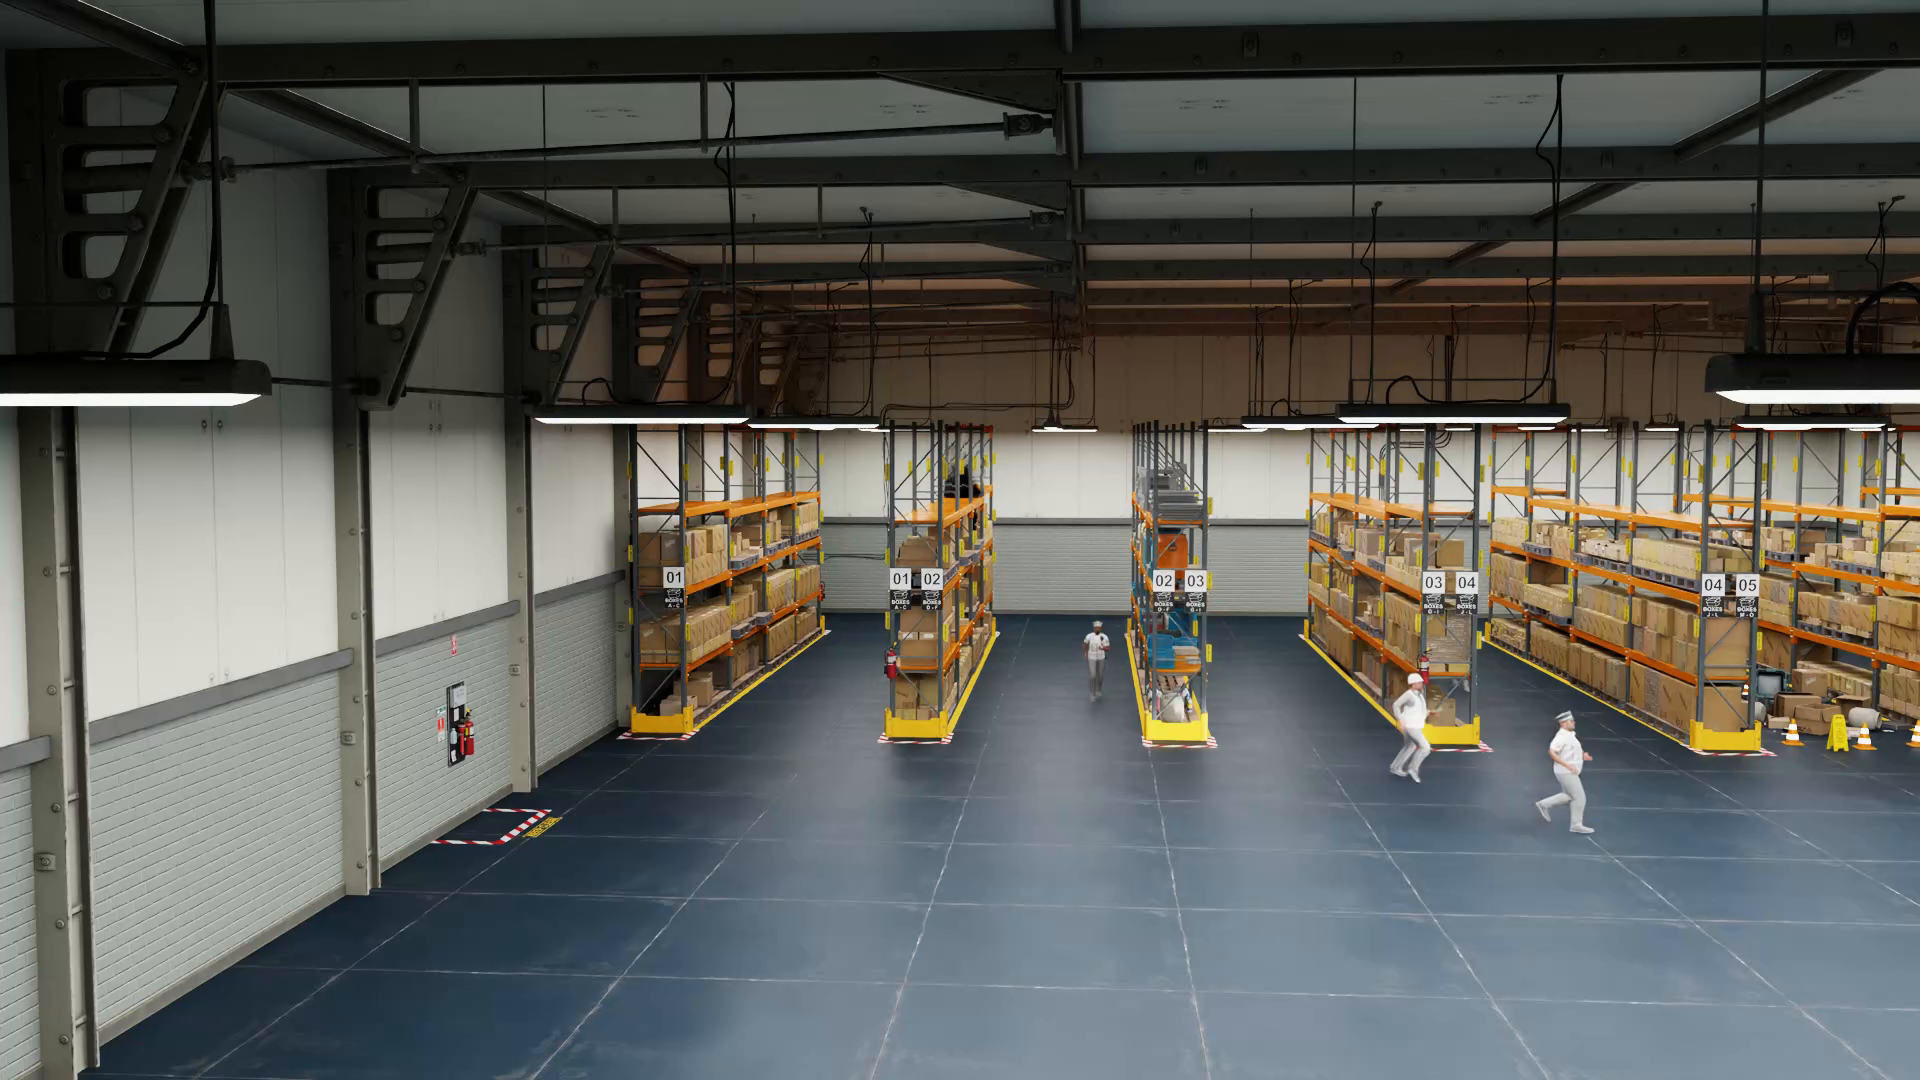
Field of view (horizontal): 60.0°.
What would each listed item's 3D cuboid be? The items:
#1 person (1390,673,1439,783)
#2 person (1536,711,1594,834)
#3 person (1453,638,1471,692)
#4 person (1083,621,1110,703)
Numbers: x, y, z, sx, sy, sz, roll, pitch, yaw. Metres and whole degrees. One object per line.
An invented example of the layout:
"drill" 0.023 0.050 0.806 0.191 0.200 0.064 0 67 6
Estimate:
"person" 7.502 3.102 27.477 0.811 1.798 0.621 2 4 32
"person" 8.738 3.326 23.997 0.825 1.747 0.675 2 4 29
"person" 11.350 2.524 37.433 0.642 1.697 0.736 0 4 -1
"person" 2.943 2.610 35.814 0.547 1.756 0.777 0 4 -2
